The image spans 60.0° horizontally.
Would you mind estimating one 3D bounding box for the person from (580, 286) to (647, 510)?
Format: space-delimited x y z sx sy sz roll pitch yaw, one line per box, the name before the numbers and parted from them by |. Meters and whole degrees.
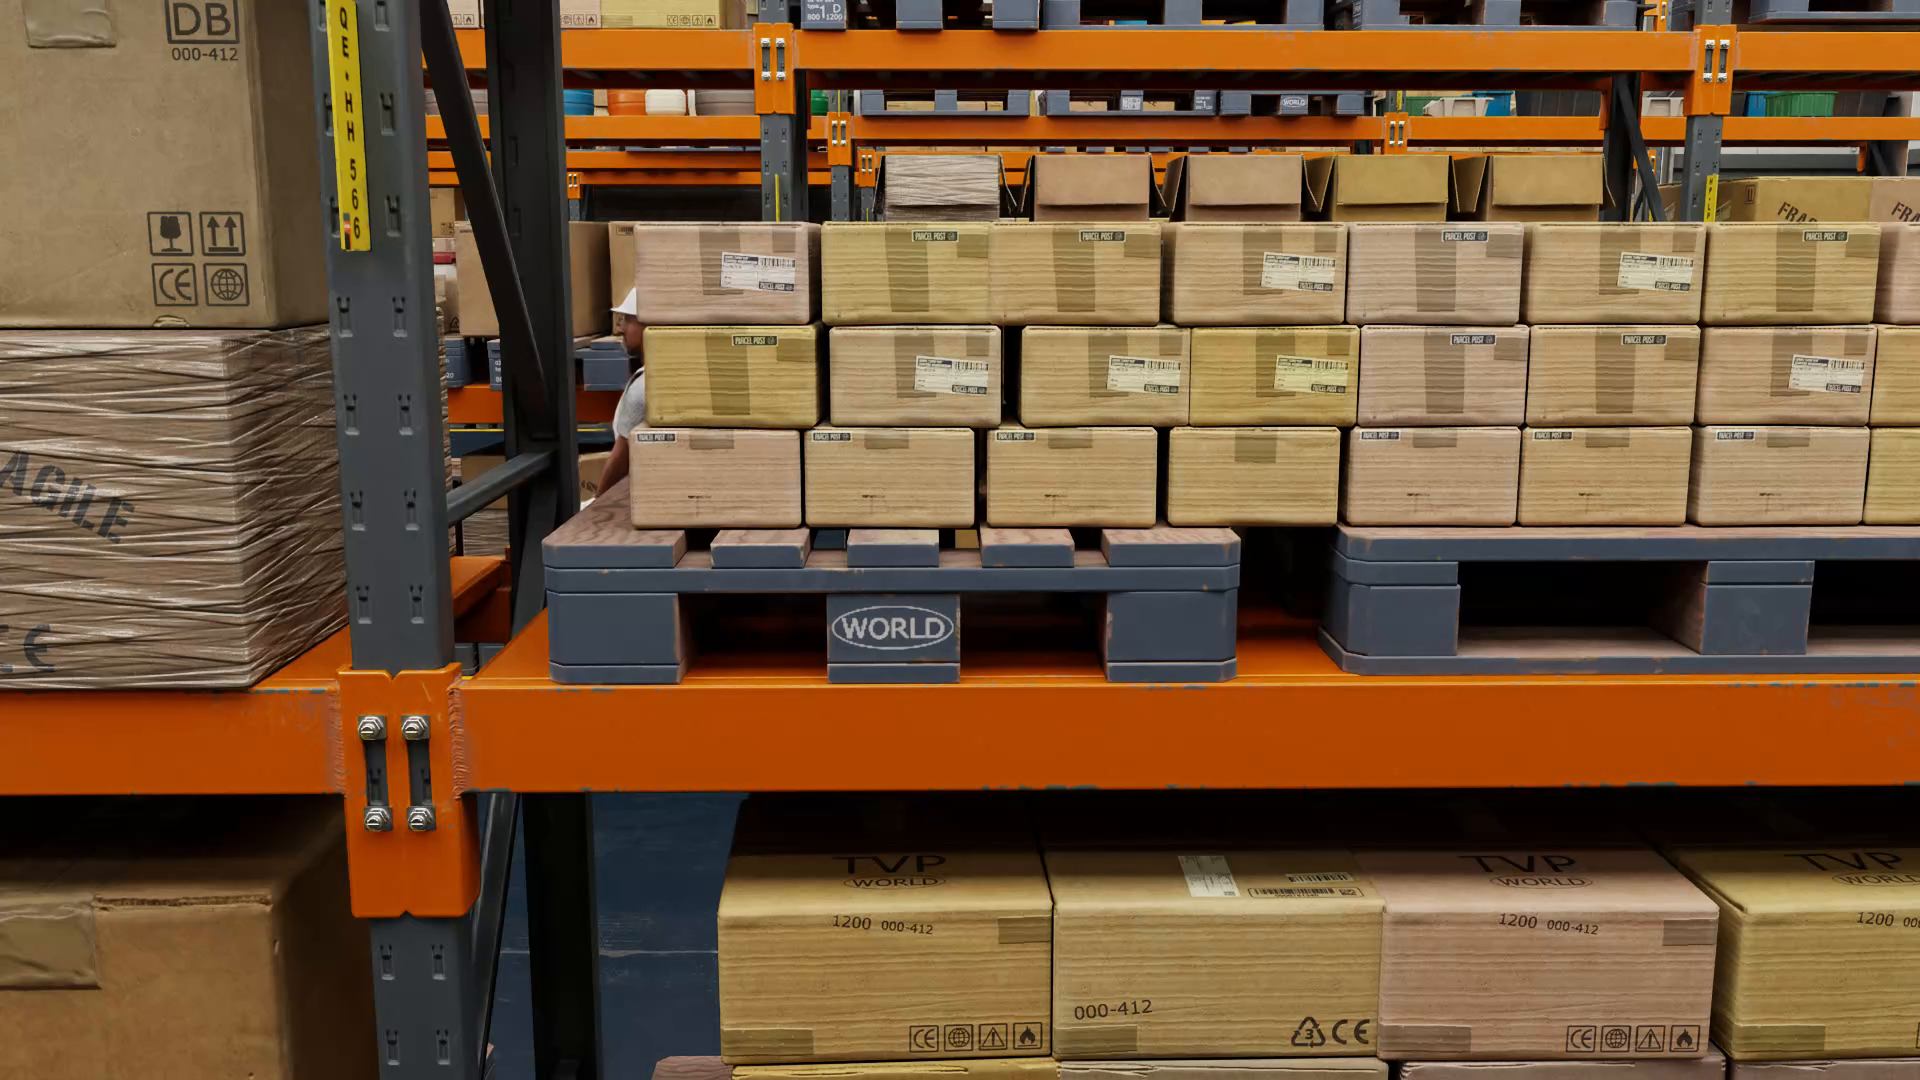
person | -1.205 -0.096 6.395 0.587 1.778 0.491 1 10 8
